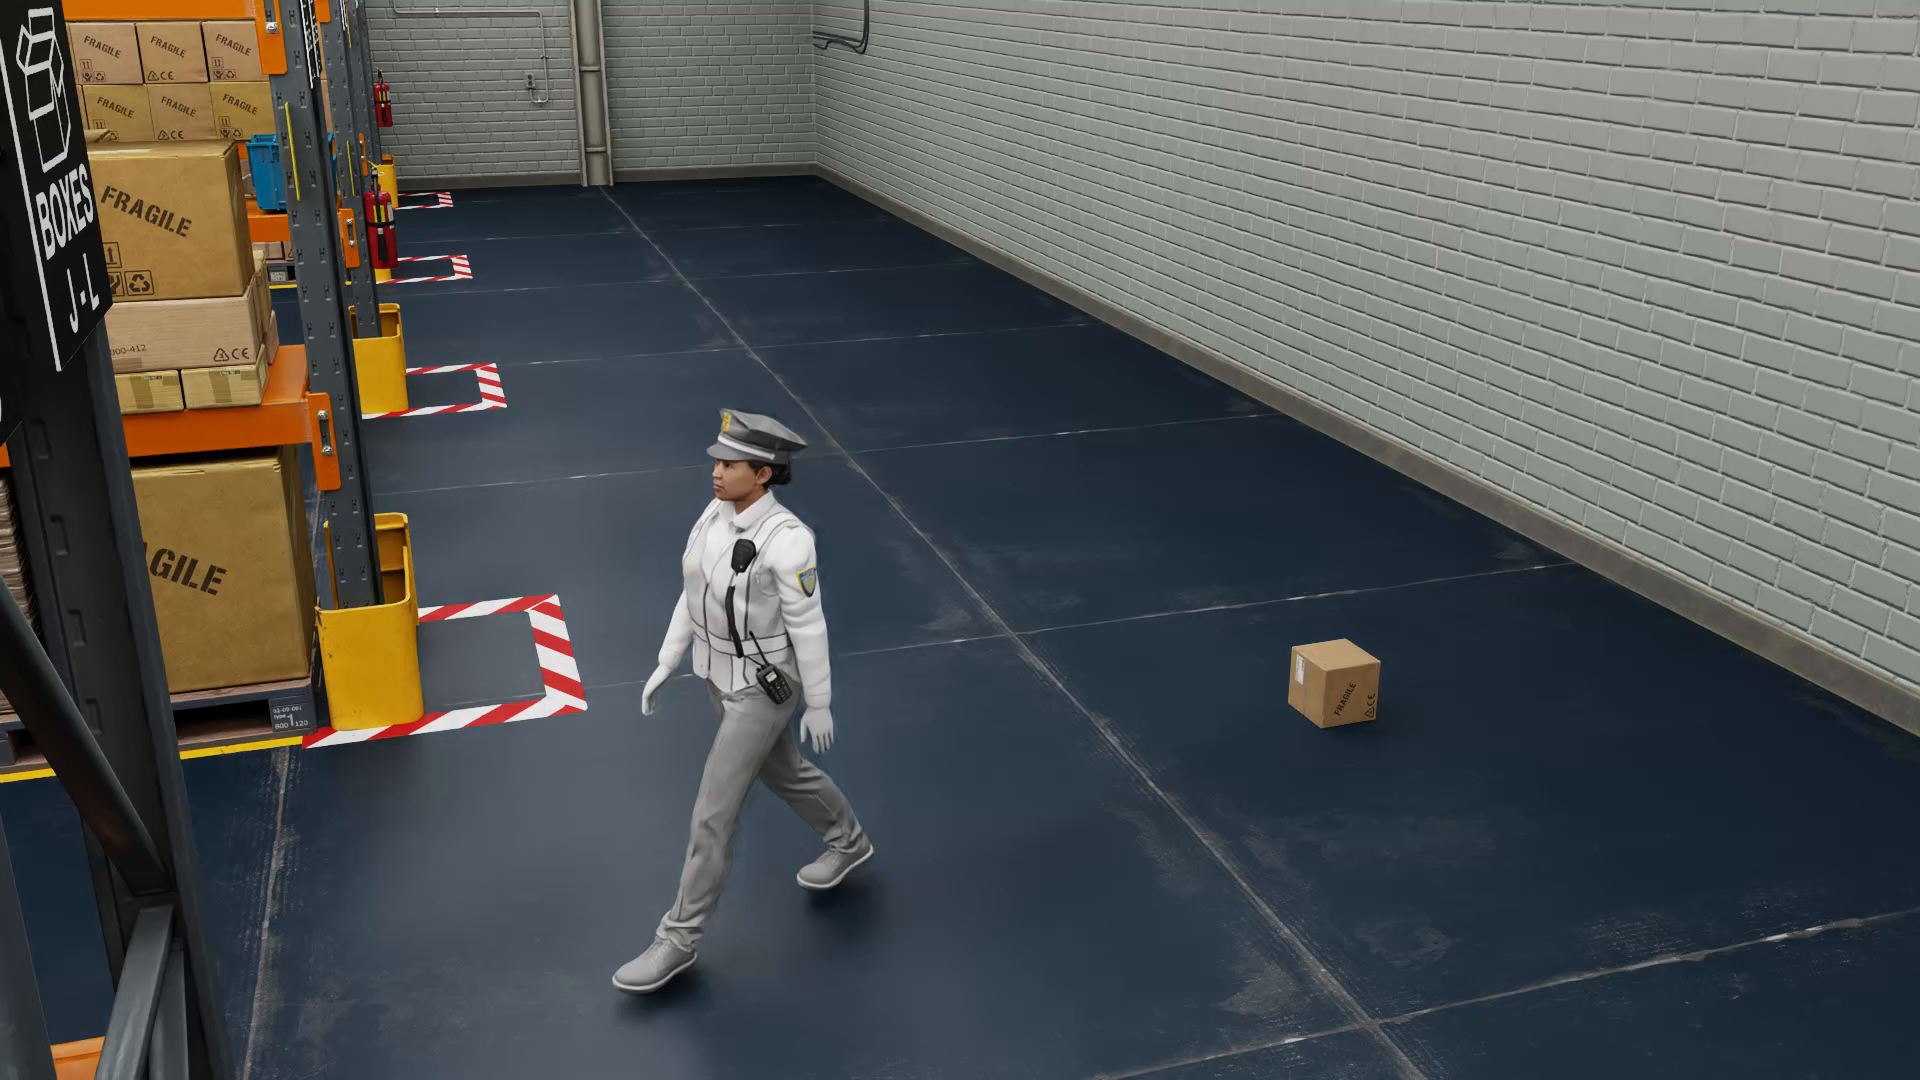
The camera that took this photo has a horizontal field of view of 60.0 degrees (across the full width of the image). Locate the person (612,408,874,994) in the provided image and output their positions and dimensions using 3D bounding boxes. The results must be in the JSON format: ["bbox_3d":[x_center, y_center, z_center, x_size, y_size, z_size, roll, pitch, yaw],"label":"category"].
[{"bbox_3d":[-0.662,0.407,4.849,0.995,1.633,0.514,-14,24,-35],"label":"person"}]
